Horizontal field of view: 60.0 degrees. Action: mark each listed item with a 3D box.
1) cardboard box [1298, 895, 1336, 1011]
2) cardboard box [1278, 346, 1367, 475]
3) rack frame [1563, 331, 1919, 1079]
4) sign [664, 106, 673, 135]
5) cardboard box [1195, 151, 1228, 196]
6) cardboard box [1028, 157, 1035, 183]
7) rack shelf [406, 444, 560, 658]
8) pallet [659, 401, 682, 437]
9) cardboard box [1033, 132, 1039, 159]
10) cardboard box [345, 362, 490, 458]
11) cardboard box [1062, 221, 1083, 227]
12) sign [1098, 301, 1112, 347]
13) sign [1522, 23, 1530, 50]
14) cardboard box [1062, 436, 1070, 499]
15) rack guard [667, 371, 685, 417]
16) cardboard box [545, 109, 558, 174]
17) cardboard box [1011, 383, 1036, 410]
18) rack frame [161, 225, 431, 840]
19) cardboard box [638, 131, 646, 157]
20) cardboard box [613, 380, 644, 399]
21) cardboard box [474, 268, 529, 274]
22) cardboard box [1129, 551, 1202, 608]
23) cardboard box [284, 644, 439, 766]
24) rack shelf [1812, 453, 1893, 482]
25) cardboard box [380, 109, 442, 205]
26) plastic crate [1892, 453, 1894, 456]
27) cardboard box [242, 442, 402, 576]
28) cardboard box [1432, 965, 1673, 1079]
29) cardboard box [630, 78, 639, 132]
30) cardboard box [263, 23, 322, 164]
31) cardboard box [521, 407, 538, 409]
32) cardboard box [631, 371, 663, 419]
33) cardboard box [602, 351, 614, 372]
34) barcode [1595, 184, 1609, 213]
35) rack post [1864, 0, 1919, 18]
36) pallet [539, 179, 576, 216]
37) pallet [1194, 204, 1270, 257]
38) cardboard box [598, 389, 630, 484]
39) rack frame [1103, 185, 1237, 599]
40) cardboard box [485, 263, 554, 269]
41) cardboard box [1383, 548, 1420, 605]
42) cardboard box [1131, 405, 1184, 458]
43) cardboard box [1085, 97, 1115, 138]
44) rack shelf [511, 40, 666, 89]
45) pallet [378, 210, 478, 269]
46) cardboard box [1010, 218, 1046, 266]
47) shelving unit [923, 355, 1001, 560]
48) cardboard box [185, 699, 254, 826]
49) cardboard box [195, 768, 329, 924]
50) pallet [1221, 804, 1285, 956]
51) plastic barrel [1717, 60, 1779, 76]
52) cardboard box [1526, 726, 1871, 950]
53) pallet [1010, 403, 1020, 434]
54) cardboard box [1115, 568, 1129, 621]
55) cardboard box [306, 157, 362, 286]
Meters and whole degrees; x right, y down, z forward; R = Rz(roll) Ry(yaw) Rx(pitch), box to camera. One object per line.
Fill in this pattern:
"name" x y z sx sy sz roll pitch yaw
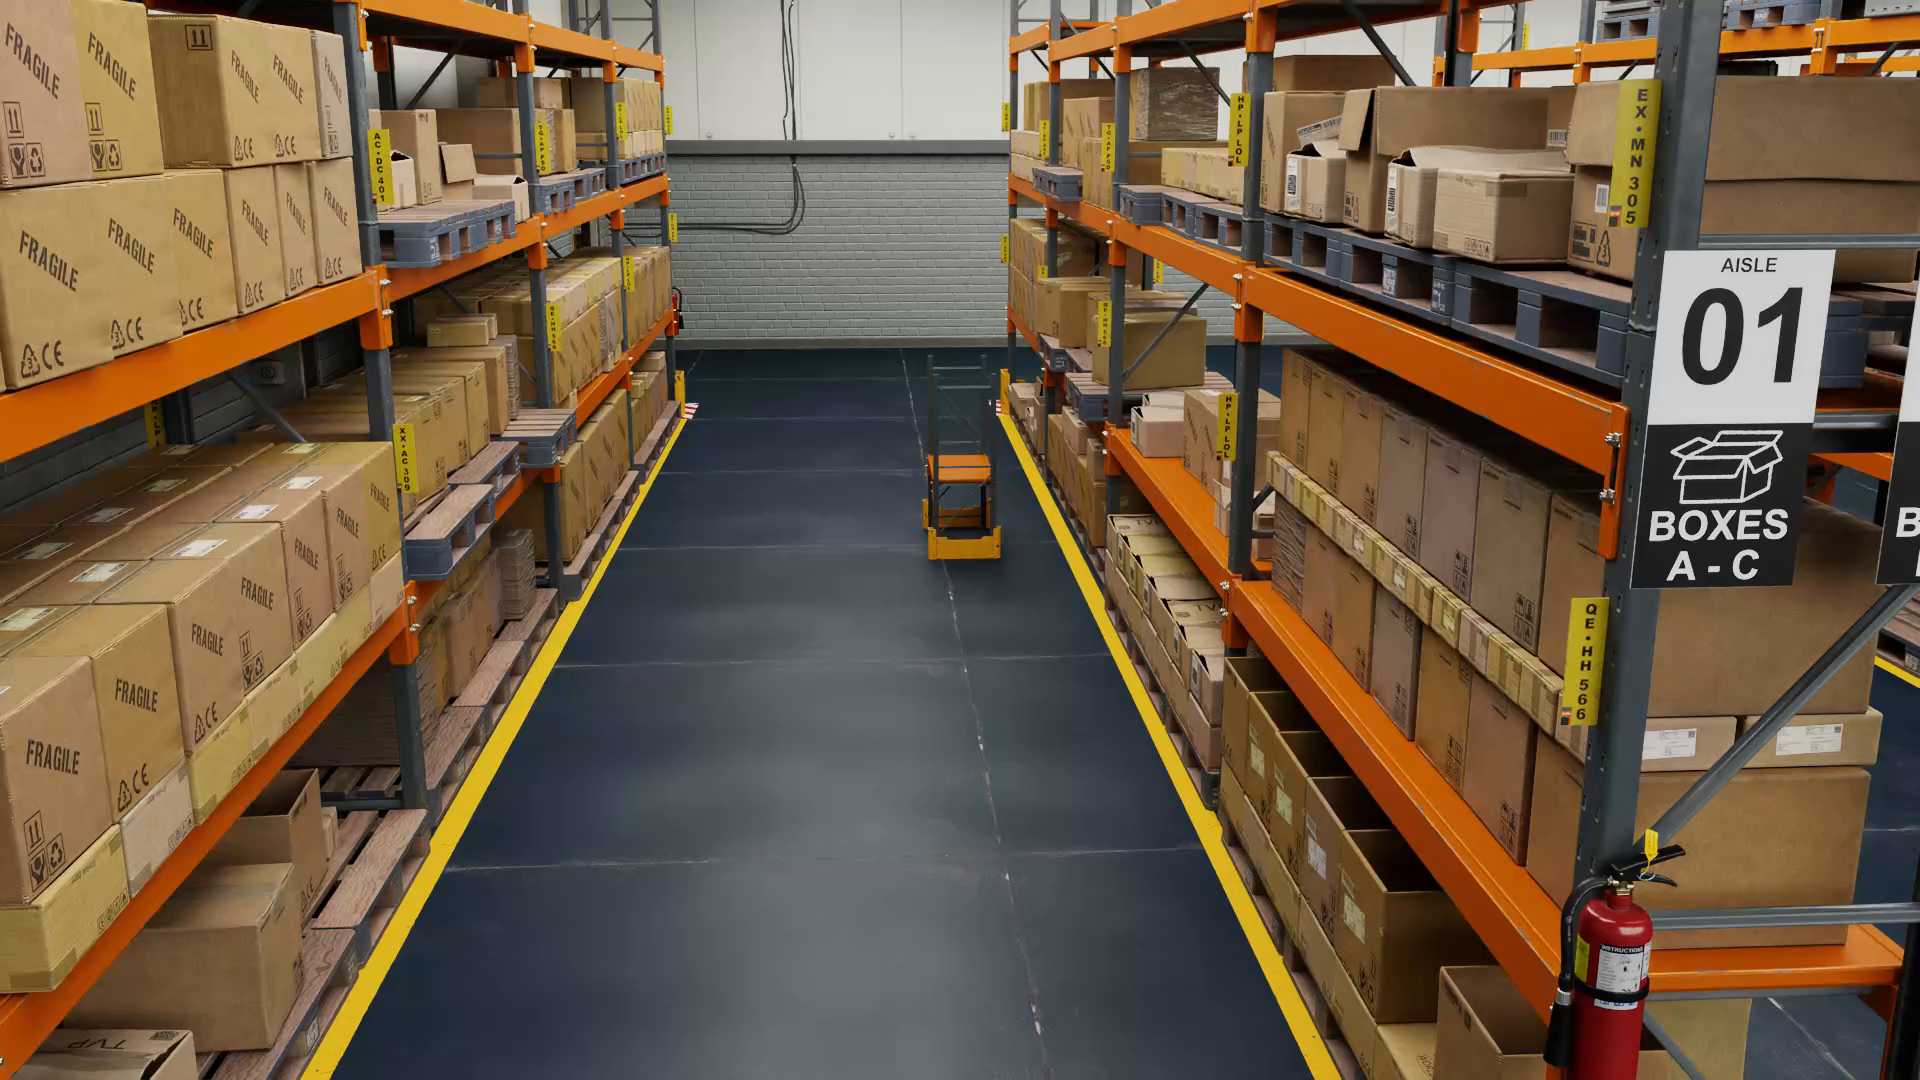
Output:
"cardboard box" 1.634 1.595 6.483 0.500 0.250 0.500 -1 14 -3
"cardboard box" 1.853 -0.593 7.506 0.700 0.500 0.500 -1 14 -3
"rack frame" 2.067 0.968 4.242 1.000 3.000 0.127 -1 14 -3
"sign" -3.326 -4.781 18.952 0.100 0.325 0.005 -1 14 -3
"cardboard box" 1.730 -2.220 10.073 0.500 0.250 0.500 -1 14 -5
"cardboard box" 0.968 -3.762 16.907 0.500 0.250 0.500 -1 14 -3
"rack shelf" -3.249 -0.098 9.831 1.077 0.370 4.000 -1 14 -3
"pallet" -3.741 -1.385 18.986 1.003 0.211 1.213 -1 14 -3
"cardboard box" 0.994 -3.879 16.362 0.500 0.250 0.500 -1 14 -3
"cardboard box" -3.234 -0.779 9.950 0.700 0.500 0.500 -1 14 -3
"cardboard box" 1.410 -3.311 18.669 0.500 0.500 0.500 0 14 -2
"sign" 1.030 -1.533 11.799 0.100 0.325 0.005 -1 14 -3
"sign" 6.568 -5.848 19.343 0.100 0.325 0.005 -1 14 -3
"cardboard box" 1.178 -0.637 14.618 0.500 0.500 0.500 -1 14 -3
"rack guard" -3.870 -1.729 19.742 1.175 0.500 0.348 -1 14 -3
"cardboard box" -3.610 -3.169 13.220 0.700 0.500 0.500 -1 14 -3
"cardboard box" 0.857 -1.628 18.970 0.500 0.250 0.500 -1 14 -3
"rack frame" -3.125 0.051 7.808 1.000 3.000 0.127 -1 14 -3
"cardboard box" -3.457 -4.001 16.794 0.500 0.250 0.500 -1 14 -5
"cardboard box" -3.404 -1.521 16.790 0.380 0.149 0.250 0 14 -2
"cardboard box" -3.777 -2.131 13.946 0.500 0.250 0.500 -1 14 -5
"cardboard box" 1.381 0.228 10.671 0.500 0.311 0.500 -1 14 -5
"cardboard box" -3.187 0.866 8.775 0.700 0.500 0.500 0 14 -2
"rack shelf" 6.639 -0.251 10.425 1.077 0.370 4.000 -1 14 -3
"cardboard box" -3.155 -2.097 9.095 0.500 0.500 0.500 -1 14 -5
"plastic crate" 6.310 -0.721 10.681 0.402 0.464 0.583 -1 14 -3
"cardboard box" -2.787 -0.136 7.292 0.500 0.500 0.500 -1 14 -4
"cardboard box" 1.737 1.605 4.940 0.500 0.500 0.500 -1 14 -3
"cardboard box" -3.423 -4.243 16.230 0.500 0.500 0.500 -1 14 -5
"cardboard box" -2.779 -1.687 6.295 0.500 0.500 0.500 0 14 0
"cardboard box" -3.162 -0.917 12.035 0.380 0.149 0.250 -1 14 -4
"cardboard box" -3.694 -1.629 18.512 0.700 0.500 0.500 -1 14 -4
"cardboard box" -3.232 -1.555 14.512 0.380 0.149 0.250 -1 14 -3
"barcode" 1.567 -0.833 4.059 0.001 0.075 0.075 -1 14 -3
"rack post" 6.555 -3.592 9.528 1.013 1.000 3.121 -1 14 -3
"pallet" -3.466 -2.464 11.943 1.213 0.211 1.003 0 14 -1
"pallet" 1.751 -1.606 8.611 0.805 0.209 1.217 -1 15 -6
"cardboard box" -3.451 -0.941 15.136 0.750 0.750 0.750 -1 14 -3
"rack frame" 1.571 -1.021 11.975 1.000 3.000 0.127 -1 14 -3
"cardboard box" -3.813 -2.255 14.430 0.500 0.250 0.500 -1 14 -3
"cardboard box" 1.755 0.128 6.006 0.380 0.149 0.250 -1 14 -4
"cardboard box" 1.433 -0.753 11.110 0.500 0.311 0.500 -1 14 -4
"cardboard box" 1.366 -3.311 13.610 0.600 0.600 0.600 -1 15 -6
"rack shelf" -3.745 -4.799 16.866 1.077 0.370 4.000 -1 14 -3
"pallet" -3.057 -1.466 8.061 1.213 0.211 1.003 -1 14 -3
"cardboard box" 0.840 -3.429 19.126 0.500 0.500 0.500 0 14 -2
"shelving unit" 0.005 -0.707 13.766 0.587 1.500 1.083 -1 14 -3
"cardboard box" -2.663 0.727 5.442 0.500 0.250 0.500 -1 14 -4
"cardboard box" -3.021 1.306 7.064 0.500 0.500 0.500 -2 15 -8
"pallet" 1.826 1.523 7.685 1.003 0.211 1.213 -1 14 -3
"plastic barrel" 6.526 -3.568 14.006 0.600 0.901 0.708 -1 14 -3
"cardboard box" 2.051 0.804 4.682 0.700 0.500 0.500 -1 14 -3
"pallet" 1.130 -1.443 19.212 1.003 0.211 1.213 -1 14 -3
"cardboard box" 1.342 0.367 11.256 0.500 0.250 0.500 -1 14 -5
"cardboard box" -2.847 -1.337 6.944 0.500 0.500 0.500 0 14 -2
